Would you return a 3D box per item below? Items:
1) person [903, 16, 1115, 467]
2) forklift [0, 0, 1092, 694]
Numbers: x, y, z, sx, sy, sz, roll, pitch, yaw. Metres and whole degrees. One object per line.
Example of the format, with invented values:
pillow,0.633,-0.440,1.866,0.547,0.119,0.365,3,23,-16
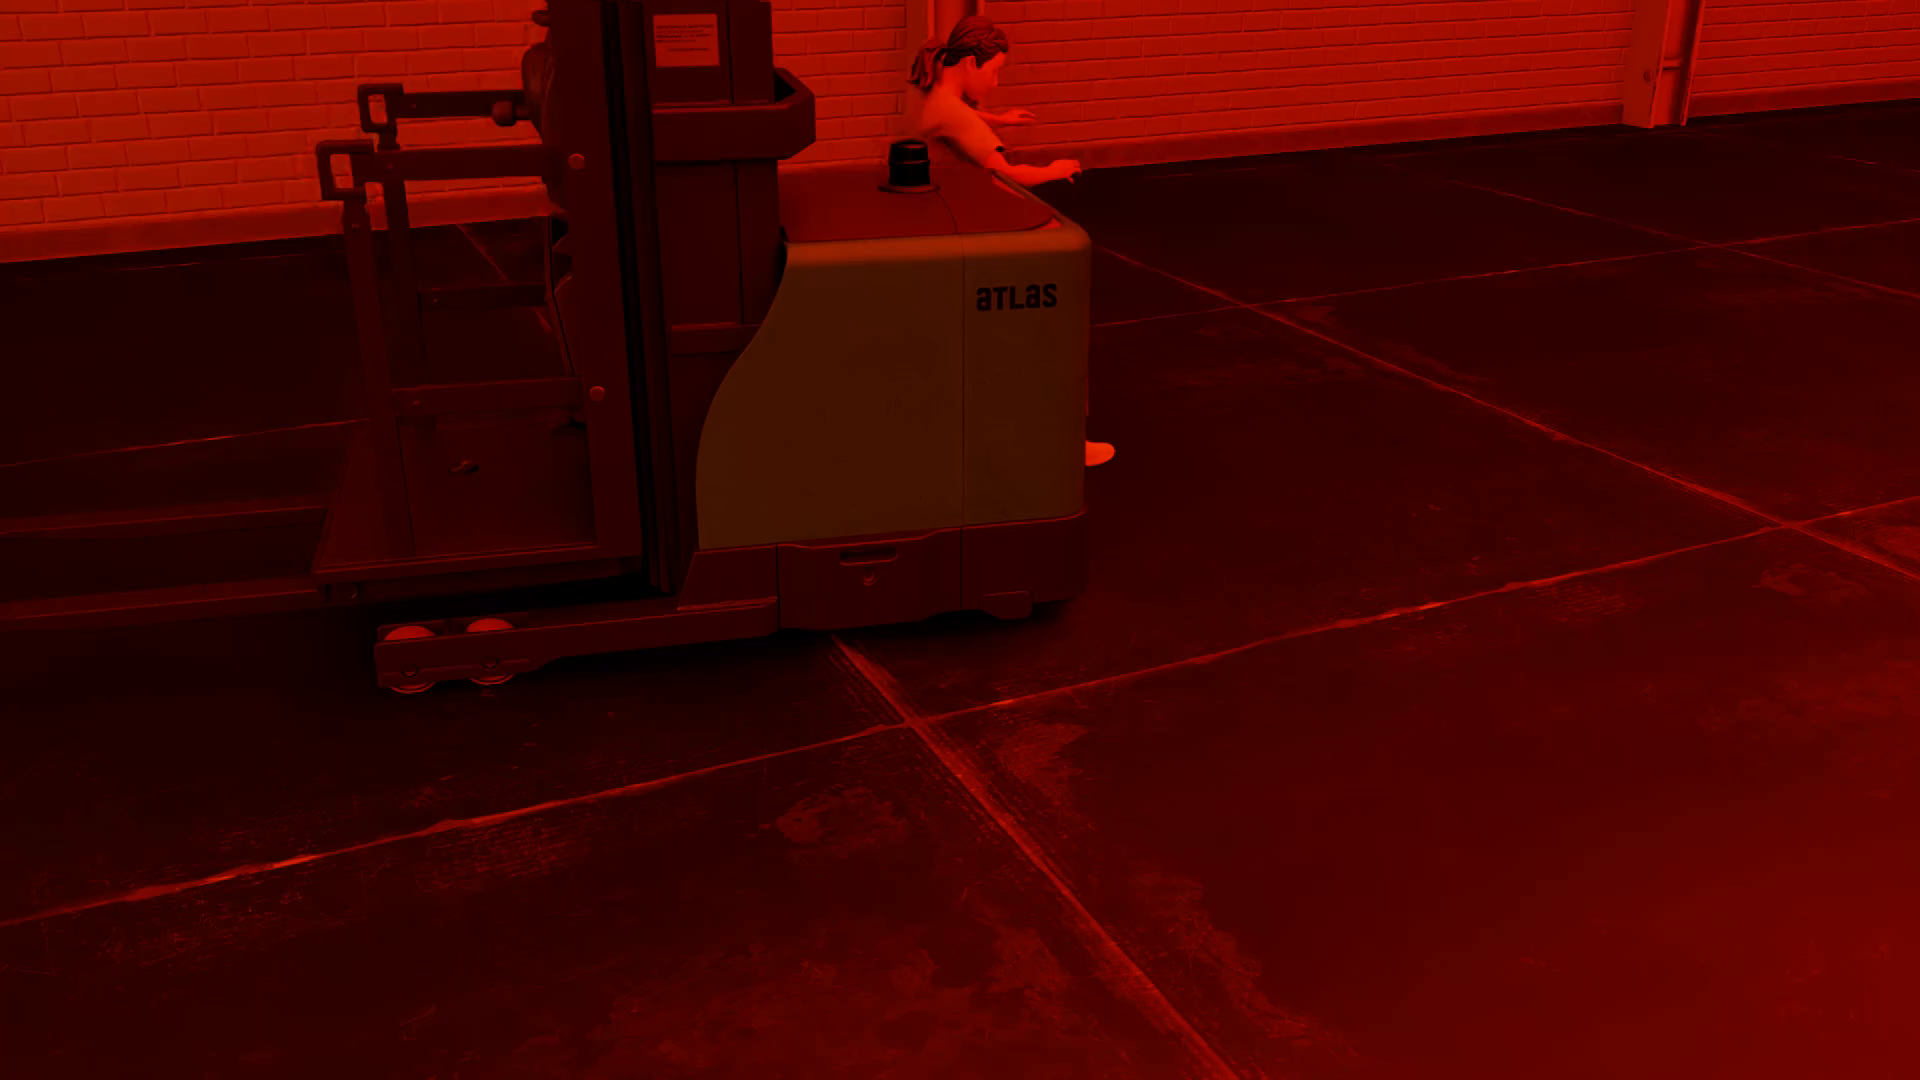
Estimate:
person,0.104,-1.105,5.881,0.632,1.443,1.163,-6,23,-13
forklift,-1.223,-1.191,4.152,3.031,2.935,1.130,-5,23,-12
